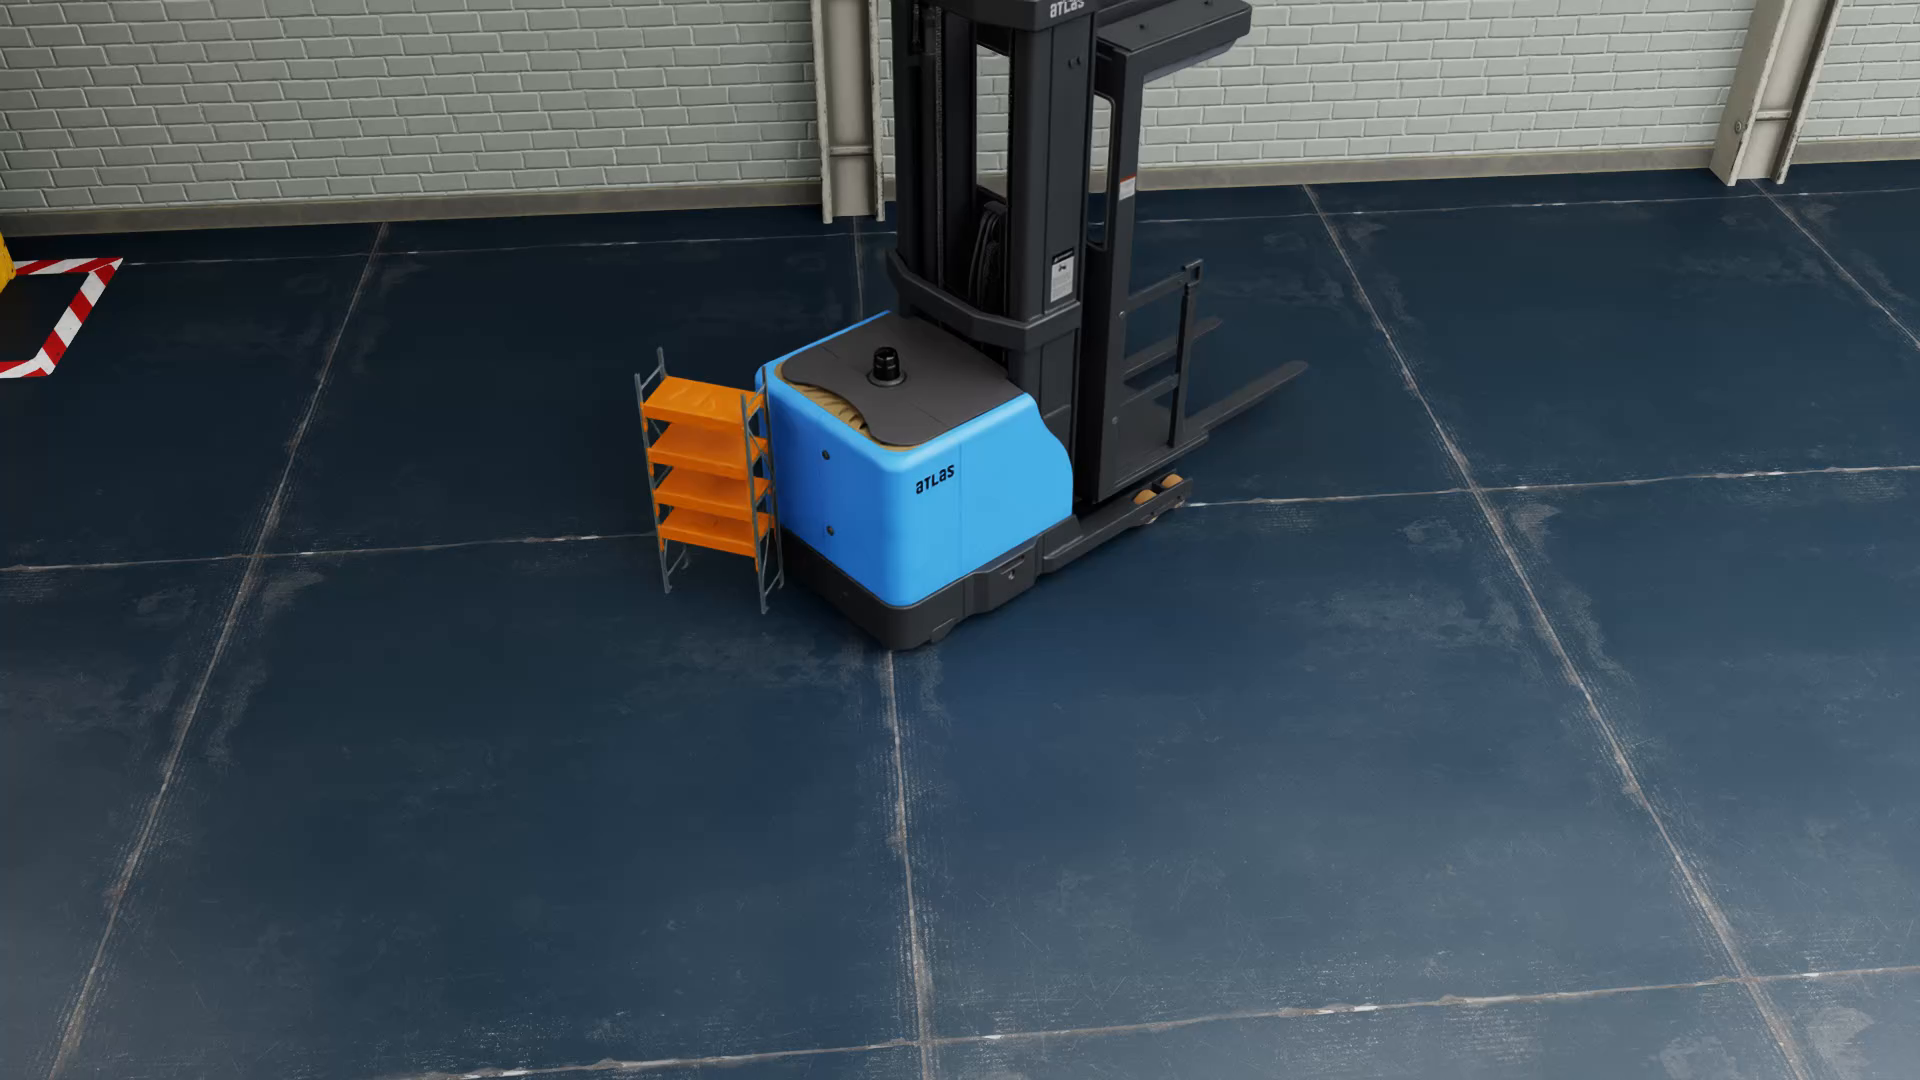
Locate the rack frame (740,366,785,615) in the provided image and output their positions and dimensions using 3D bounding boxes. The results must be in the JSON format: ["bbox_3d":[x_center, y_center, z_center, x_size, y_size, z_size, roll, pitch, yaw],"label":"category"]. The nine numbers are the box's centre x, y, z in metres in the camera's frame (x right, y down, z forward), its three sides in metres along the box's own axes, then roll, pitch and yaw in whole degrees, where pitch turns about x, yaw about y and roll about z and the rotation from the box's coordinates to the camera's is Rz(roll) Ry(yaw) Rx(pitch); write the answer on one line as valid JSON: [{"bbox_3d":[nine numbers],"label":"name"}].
[{"bbox_3d":[-0.867,-0.199,7.355,0.015,1.200,0.240,11,40,14],"label":"rack frame"}]

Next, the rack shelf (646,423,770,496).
[{"bbox_3d":[-1.099,-0.368,7.318,0.480,0.148,0.258,11,40,14],"label":"rack shelf"}]

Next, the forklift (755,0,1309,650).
[{"bbox_3d":[0.517,-1.447,7.540,3.031,2.935,1.130,-29,47,-31],"label":"forklift"}]

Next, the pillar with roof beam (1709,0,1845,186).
[{"bbox_3d":[5.666,-3.338,5.038,0.400,9.000,9.100,-3,38,-4],"label":"pillar with roof beam"}]

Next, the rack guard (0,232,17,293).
[{"bbox_3d":[-5.871,-1.483,9.548,0.348,0.500,1.175,-3,38,-4],"label":"rack guard"}]

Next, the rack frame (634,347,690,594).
[{"bbox_3d":[-1.331,-0.292,7.474,0.015,1.200,0.240,11,40,14],"label":"rack frame"}]

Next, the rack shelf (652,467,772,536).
[{"bbox_3d":[-1.099,-0.193,7.456,0.480,0.148,0.258,11,40,14],"label":"rack shelf"}]

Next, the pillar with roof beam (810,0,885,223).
[{"bbox_3d":[-0.310,-3.009,4.621,0.400,9.000,9.100,-3,38,-4],"label":"pillar with roof beam"}]

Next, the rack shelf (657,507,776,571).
[{"bbox_3d":[-1.099,-0.037,7.579,0.480,0.148,0.258,11,40,14],"label":"rack shelf"}]

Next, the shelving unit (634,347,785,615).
[{"bbox_3d":[-1.099,-0.245,7.414,0.503,1.200,0.258,11,40,14],"label":"shelving unit"}]

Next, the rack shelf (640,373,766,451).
[{"bbox_3d":[-1.099,-0.554,7.171,0.480,0.148,0.258,11,40,14],"label":"rack shelf"}]
